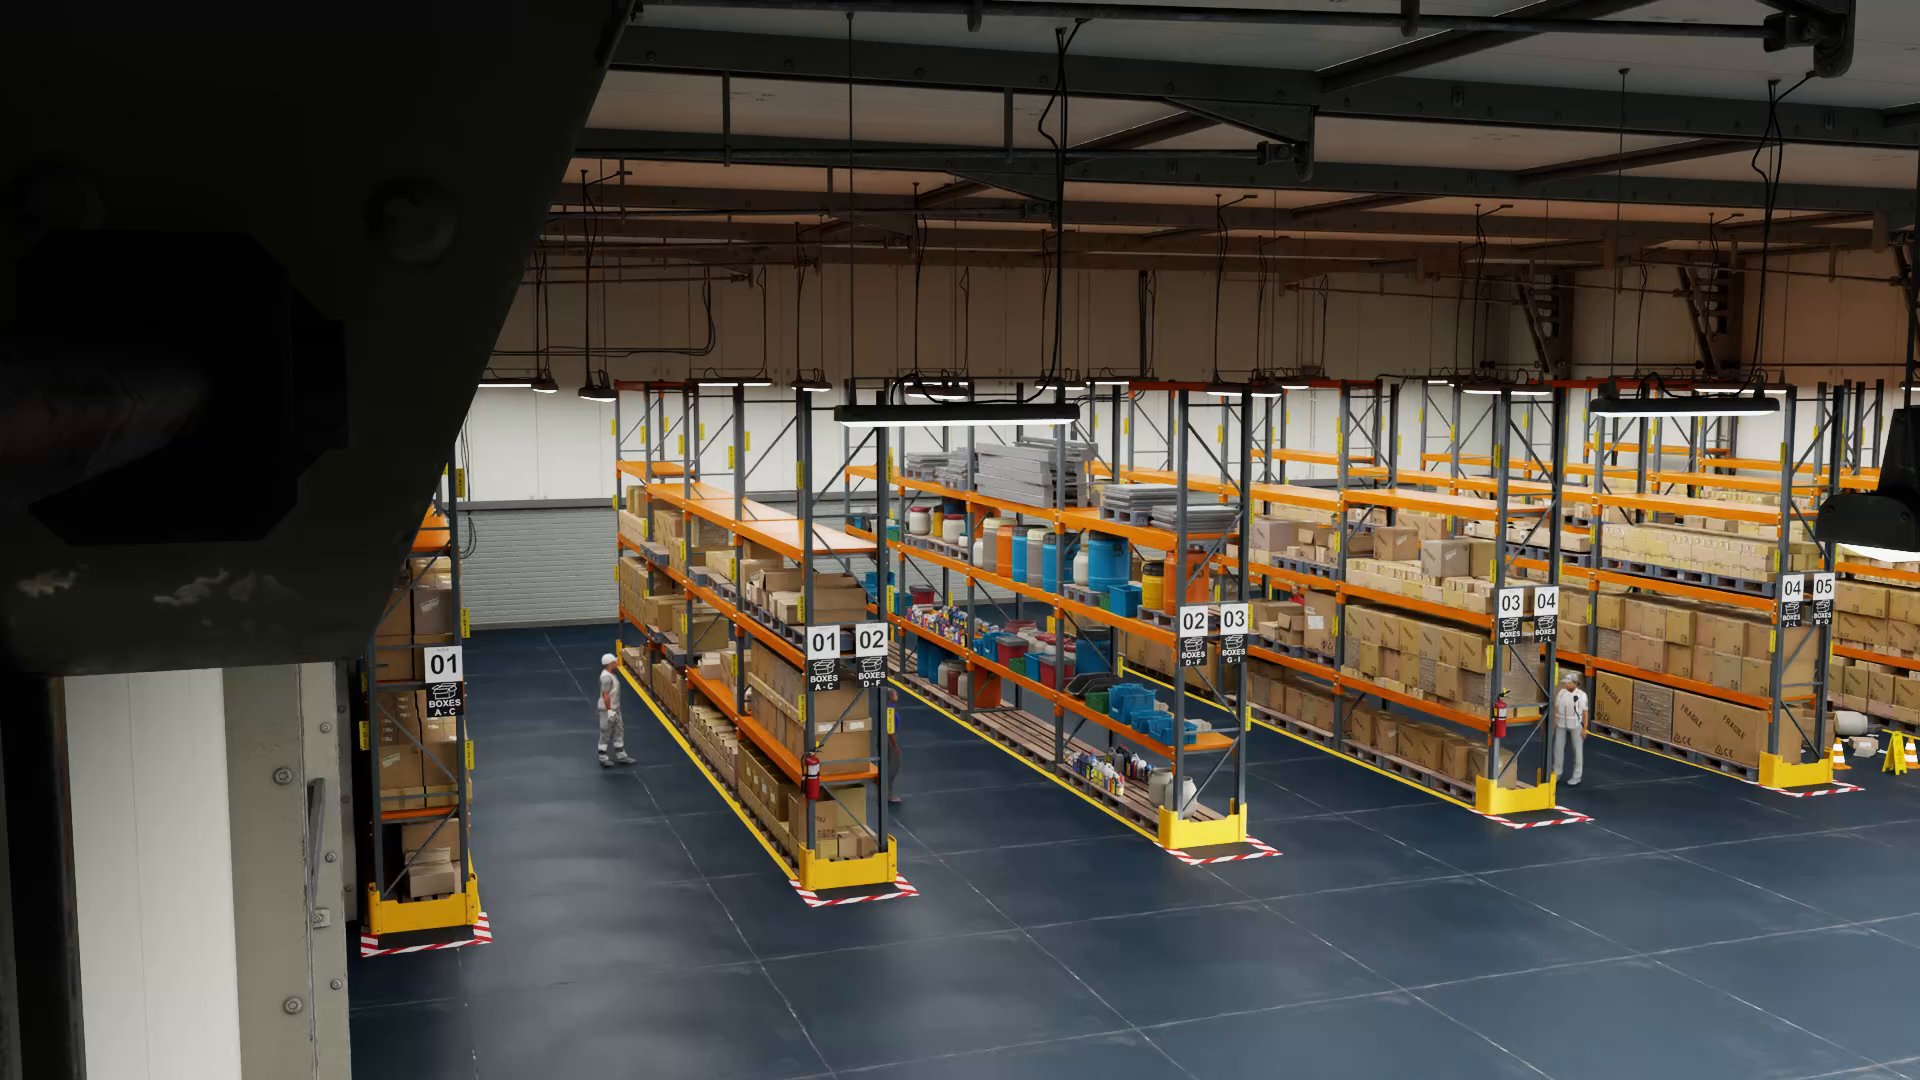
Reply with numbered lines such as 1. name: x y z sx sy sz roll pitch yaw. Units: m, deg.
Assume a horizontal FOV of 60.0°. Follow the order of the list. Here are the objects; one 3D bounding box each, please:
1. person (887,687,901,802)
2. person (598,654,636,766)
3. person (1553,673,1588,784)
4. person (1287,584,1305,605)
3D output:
1. person: -1.008 2.988 24.175 0.354 1.706 0.545 -1 6 -8
2. person: -5.466 2.685 26.227 0.528 1.799 0.622 1 6 10
3. person: 9.208 2.837 25.158 0.535 1.665 0.434 5 8 39
4. person: 6.957 1.793 34.893 0.476 1.727 0.605 -1 6 -7
